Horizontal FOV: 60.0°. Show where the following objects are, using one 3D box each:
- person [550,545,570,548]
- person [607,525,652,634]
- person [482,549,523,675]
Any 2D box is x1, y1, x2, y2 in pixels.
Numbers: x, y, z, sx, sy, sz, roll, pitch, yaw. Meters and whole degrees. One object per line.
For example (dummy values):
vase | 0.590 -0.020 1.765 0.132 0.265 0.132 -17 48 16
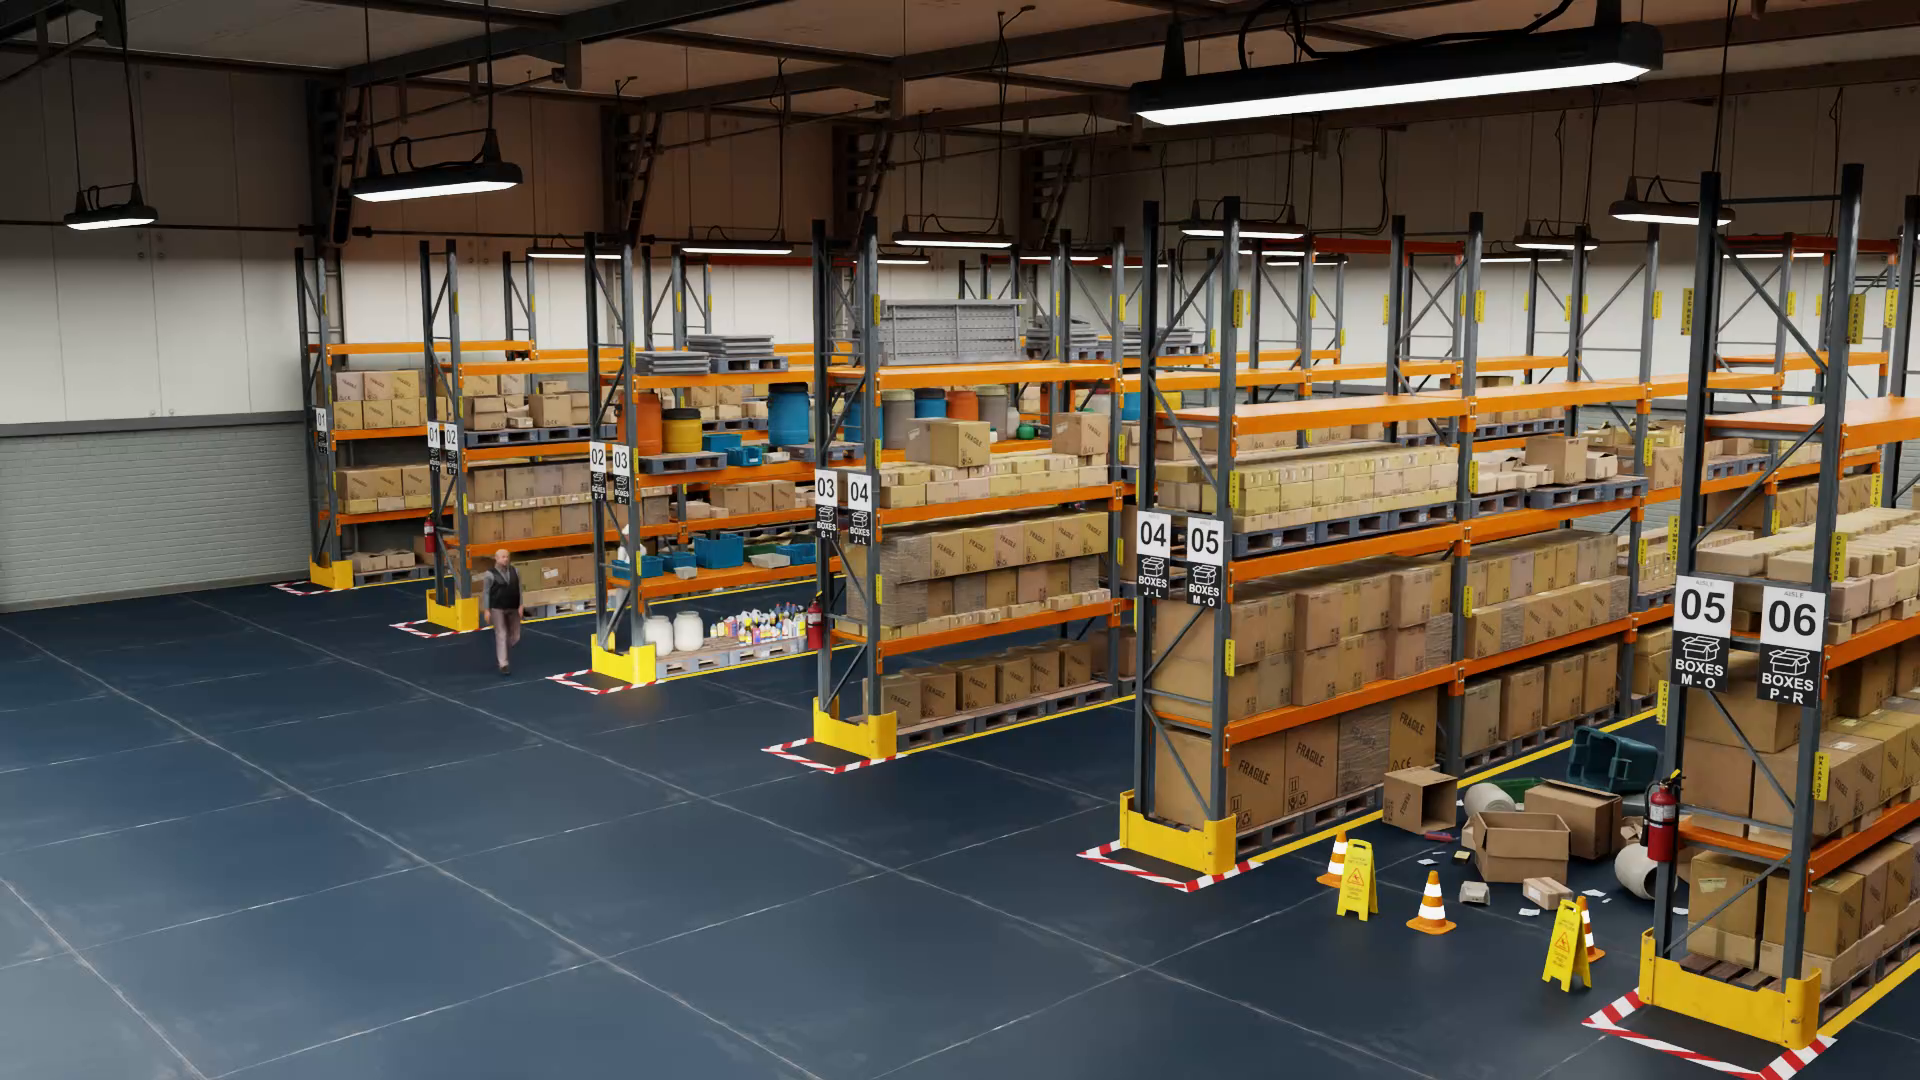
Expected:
person | -7.407 -0.162 30.430 0.571 1.707 1.080 3 9 17
person | -4.983 0.629 25.030 0.567 1.712 1.070 3 9 18
person | -6.313 0.961 22.984 0.562 1.700 0.864 -7 11 -41
